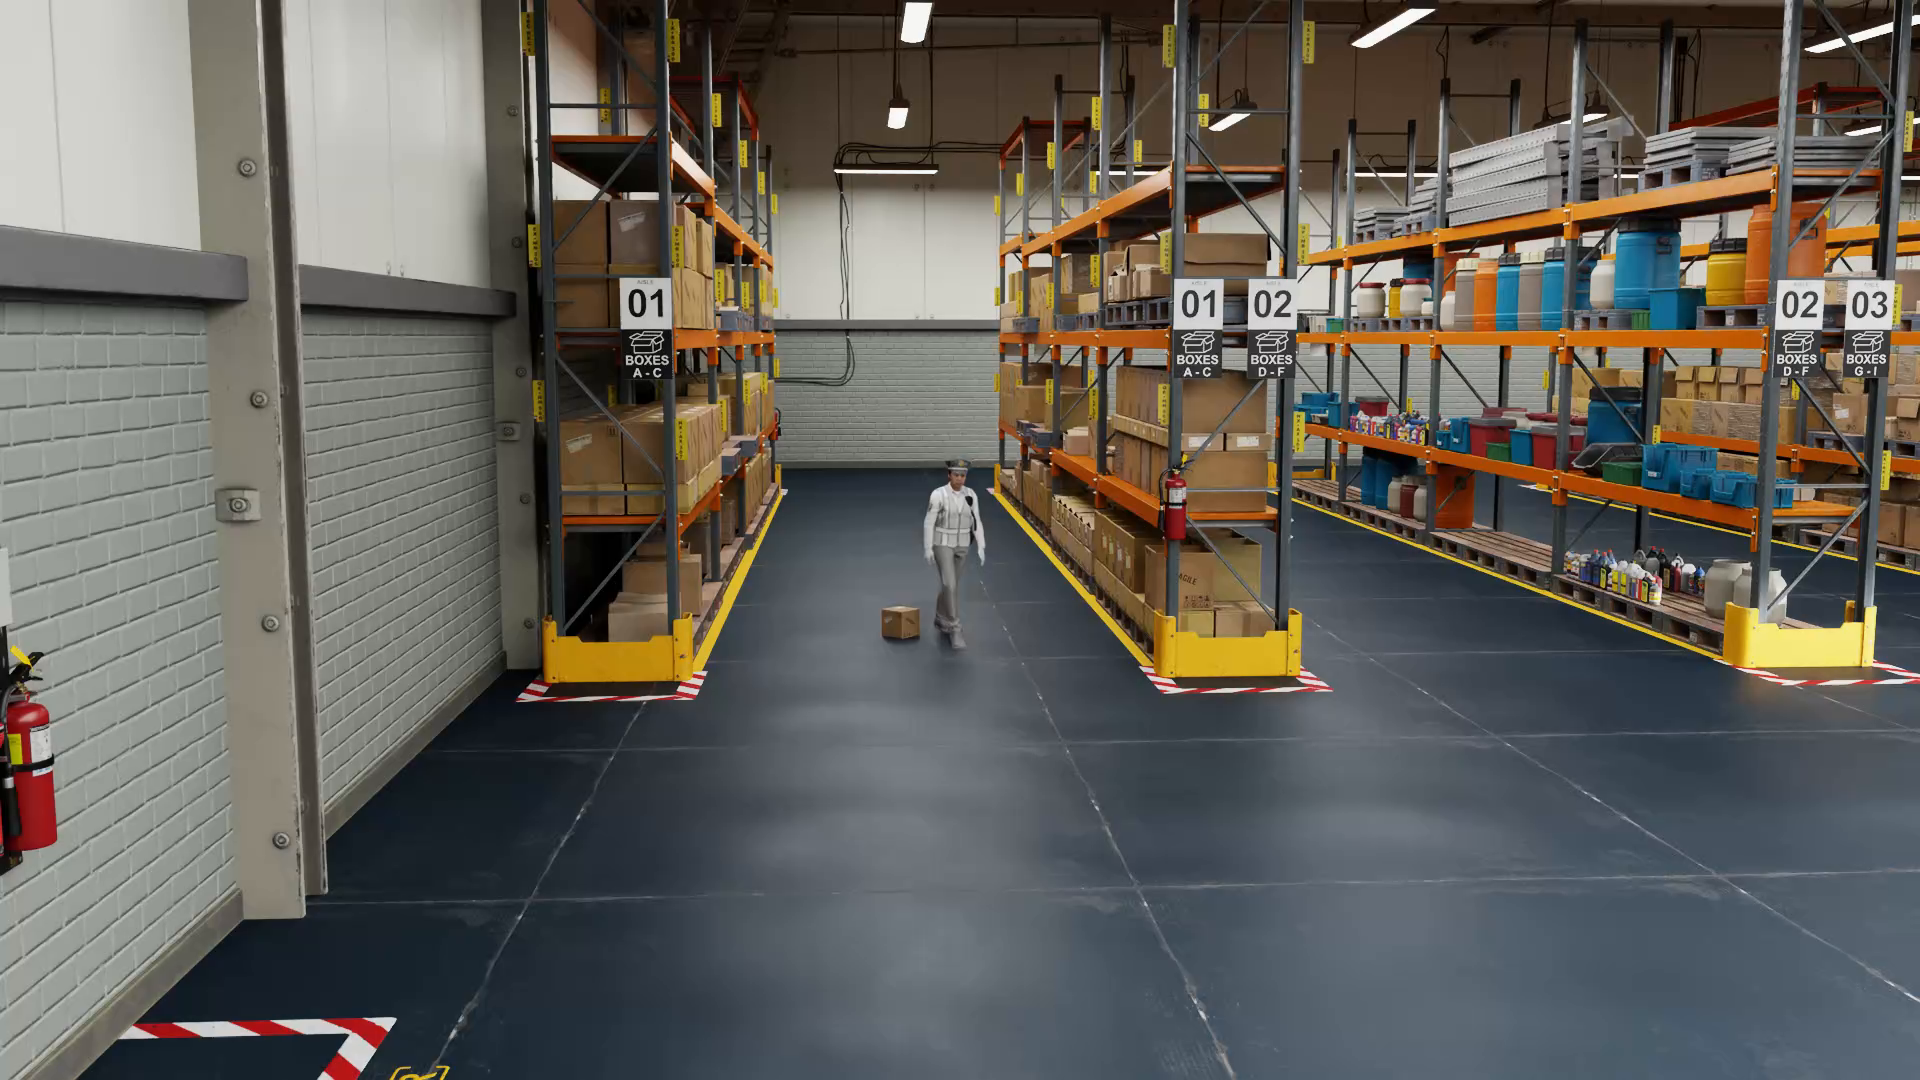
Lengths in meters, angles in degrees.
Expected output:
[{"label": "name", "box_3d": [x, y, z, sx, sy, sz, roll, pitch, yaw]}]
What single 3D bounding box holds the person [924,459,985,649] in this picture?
[{"label": "person", "box_3d": [-0.054, 0.097, 15.017, 0.511, 1.680, 0.854, -4, 8, -28]}]
